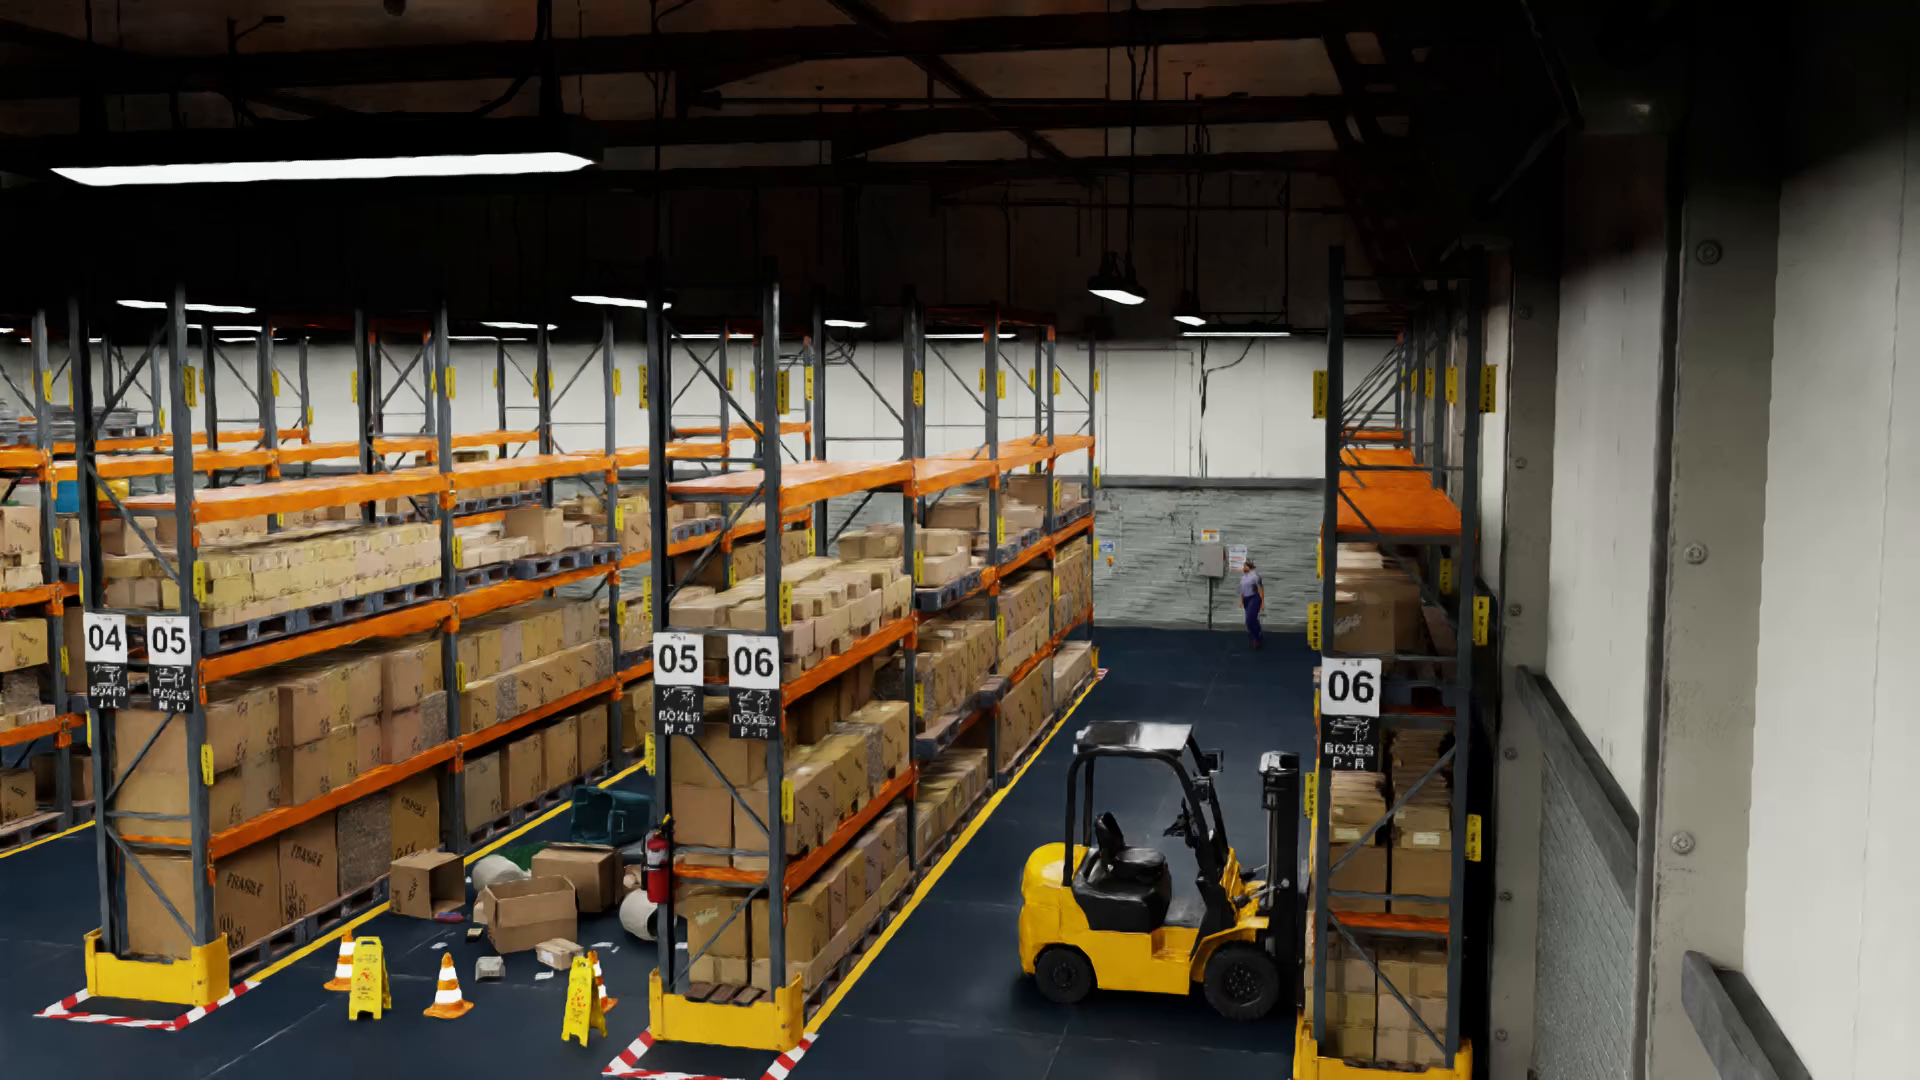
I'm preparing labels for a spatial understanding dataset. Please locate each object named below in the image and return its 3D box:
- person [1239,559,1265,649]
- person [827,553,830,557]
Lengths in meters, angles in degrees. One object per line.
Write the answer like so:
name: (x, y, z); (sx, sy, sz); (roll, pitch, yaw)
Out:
person: (5.519, 1.194, 31.282); (0.478, 1.635, 0.616); (-2, 6, -21)
person: (-2.484, 1.093, 31.944); (0.614, 1.716, 0.566); (-2, 6, -20)
